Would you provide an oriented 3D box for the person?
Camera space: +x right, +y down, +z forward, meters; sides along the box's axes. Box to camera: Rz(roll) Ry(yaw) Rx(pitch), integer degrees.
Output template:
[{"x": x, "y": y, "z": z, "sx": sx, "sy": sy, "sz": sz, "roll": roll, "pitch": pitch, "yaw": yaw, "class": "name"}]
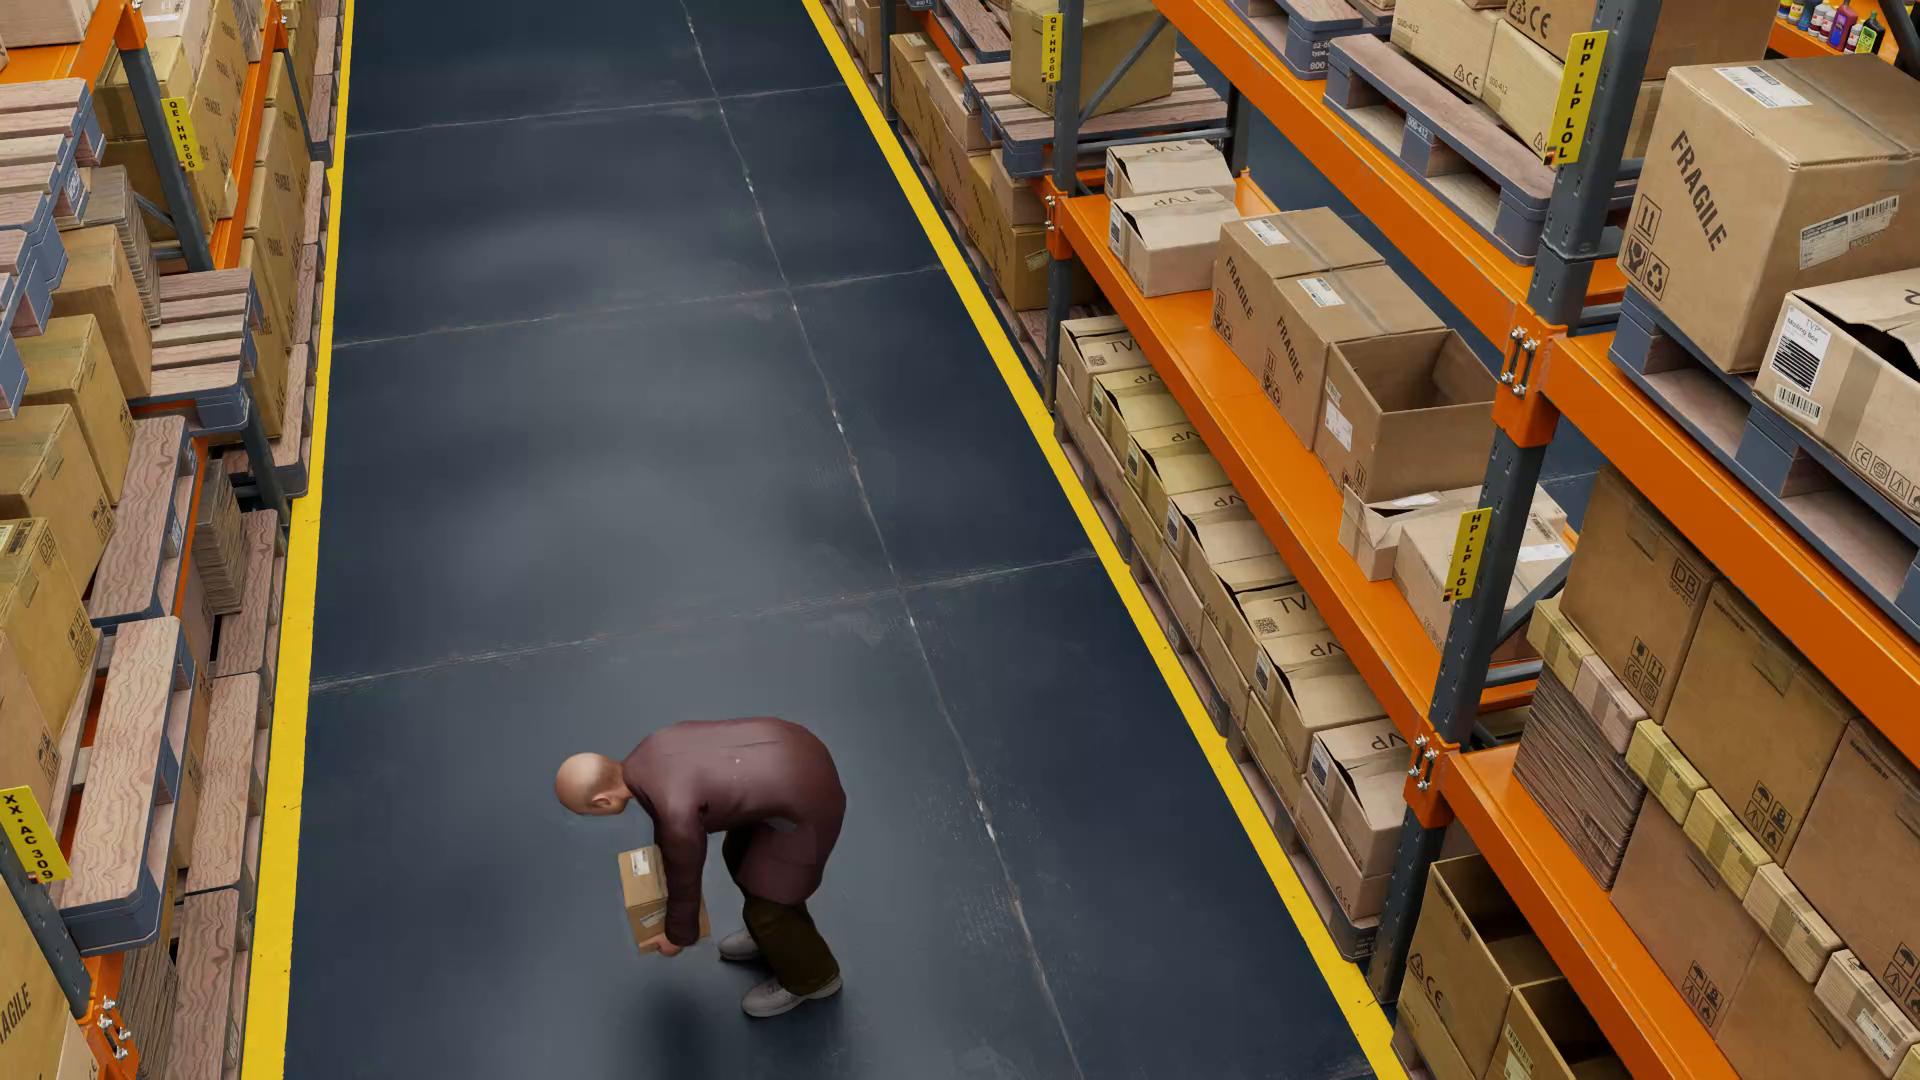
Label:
[{"x": -0.844, "y": 1.122, "z": 5.705, "sx": 0.929, "sy": 1.254, "sz": 0.556, "roll": -10, "pitch": 39, "yaw": -13, "class": "person"}]
